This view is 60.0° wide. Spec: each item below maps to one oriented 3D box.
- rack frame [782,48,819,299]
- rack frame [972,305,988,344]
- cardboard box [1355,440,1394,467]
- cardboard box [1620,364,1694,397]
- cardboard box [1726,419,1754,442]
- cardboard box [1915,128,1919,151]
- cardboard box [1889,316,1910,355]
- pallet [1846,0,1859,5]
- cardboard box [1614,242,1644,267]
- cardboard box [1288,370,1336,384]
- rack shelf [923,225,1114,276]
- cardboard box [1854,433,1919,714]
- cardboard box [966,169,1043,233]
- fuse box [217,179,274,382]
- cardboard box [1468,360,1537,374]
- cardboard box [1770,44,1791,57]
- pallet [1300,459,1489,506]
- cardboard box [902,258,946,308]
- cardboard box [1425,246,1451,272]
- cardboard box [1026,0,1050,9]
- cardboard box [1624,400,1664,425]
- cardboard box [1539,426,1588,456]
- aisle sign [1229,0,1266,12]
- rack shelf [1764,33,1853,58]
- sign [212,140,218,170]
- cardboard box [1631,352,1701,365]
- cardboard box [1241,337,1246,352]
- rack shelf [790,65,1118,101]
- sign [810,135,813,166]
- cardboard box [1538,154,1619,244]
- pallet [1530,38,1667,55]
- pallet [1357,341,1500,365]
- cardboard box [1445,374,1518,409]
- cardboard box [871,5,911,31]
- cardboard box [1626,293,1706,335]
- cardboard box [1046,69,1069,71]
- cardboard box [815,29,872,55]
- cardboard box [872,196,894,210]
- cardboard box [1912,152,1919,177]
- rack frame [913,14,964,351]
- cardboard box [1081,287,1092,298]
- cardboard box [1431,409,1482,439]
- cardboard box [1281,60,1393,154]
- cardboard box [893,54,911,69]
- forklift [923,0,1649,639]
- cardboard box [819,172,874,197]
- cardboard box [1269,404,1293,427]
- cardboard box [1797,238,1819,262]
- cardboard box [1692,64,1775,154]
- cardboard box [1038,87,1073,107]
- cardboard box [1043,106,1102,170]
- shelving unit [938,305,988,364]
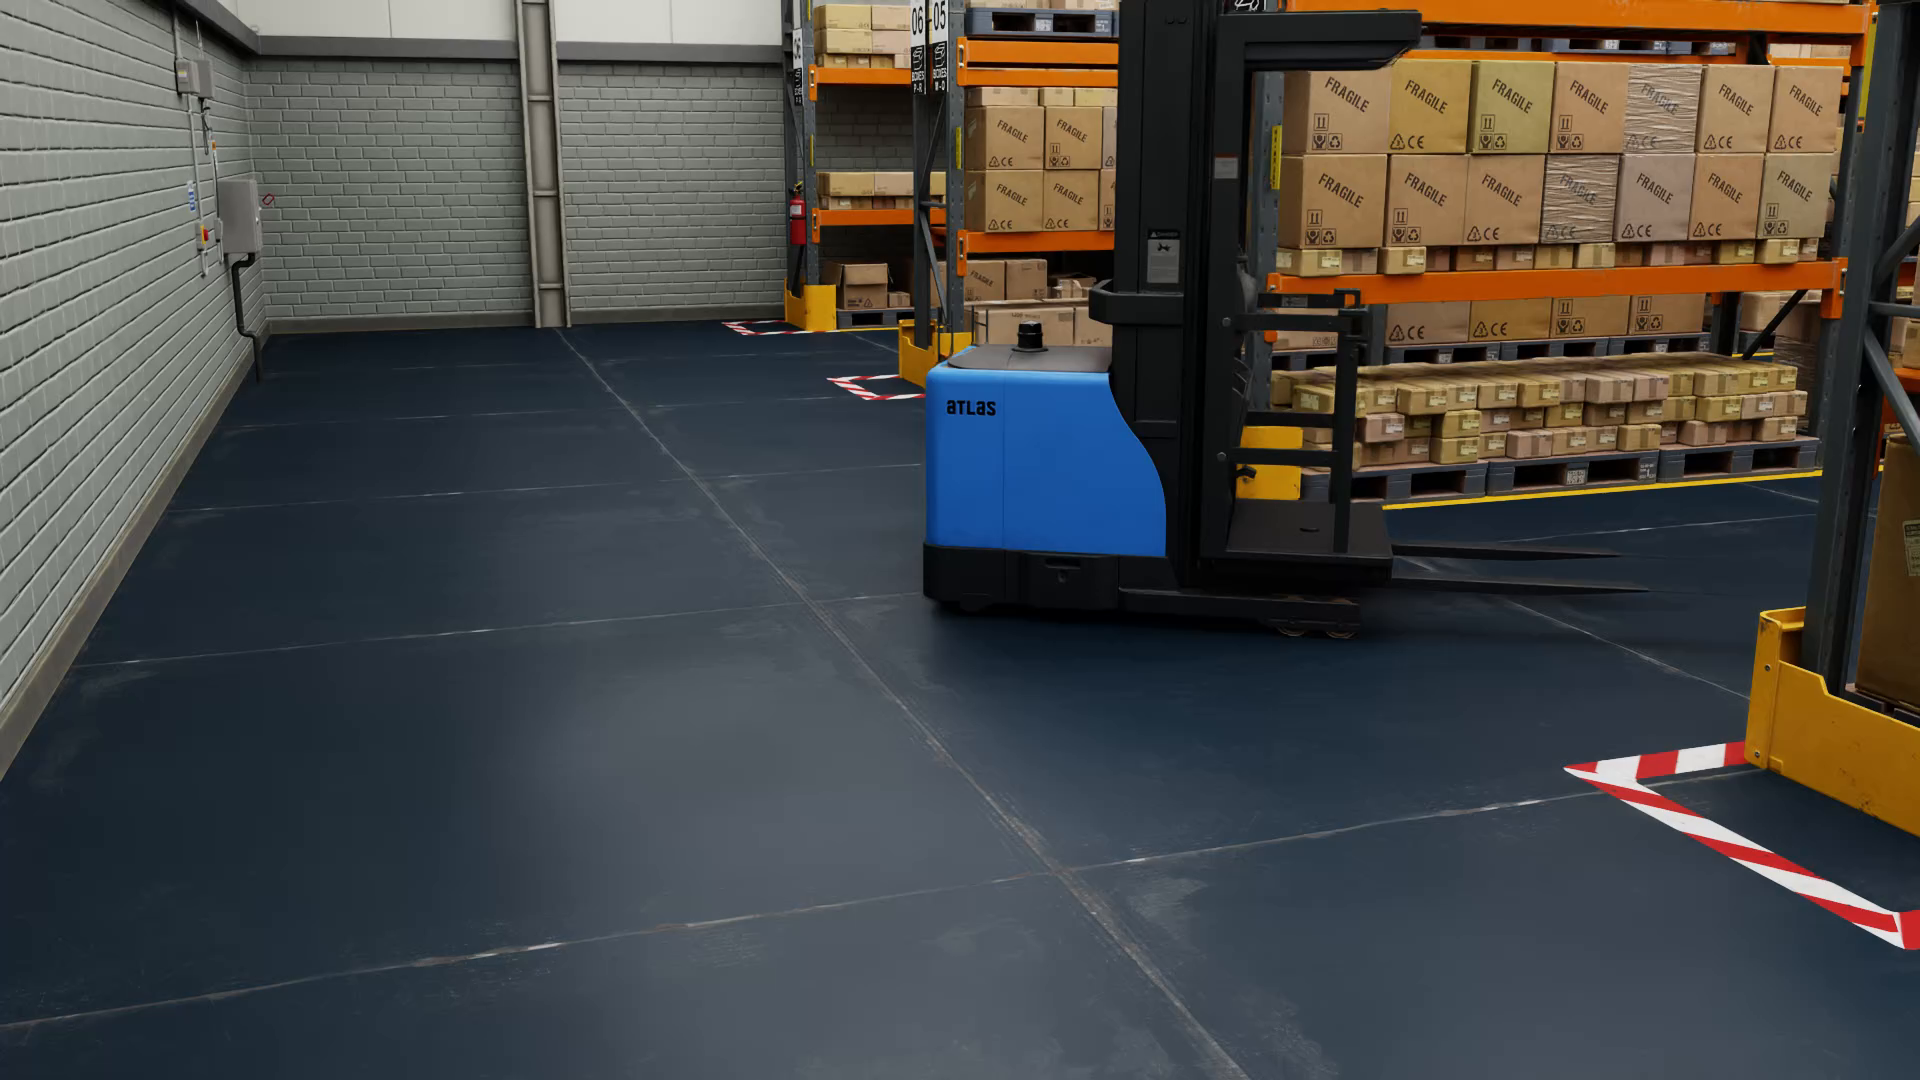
[{"bbox_3d":[-1.771,-3.881,18.478,0.127,3.000,1.000,-4,14,-18],"label":"rack frame"},{"bbox_3d":[0.100,-0.592,8.537,0.006,1.200,0.240,-4,14,-18],"label":"rack frame"},{"bbox_3d":[2.311,-0.538,9.675,0.250,0.149,0.380,-5,14,-18],"label":"cardboard box"},{"bbox_3d":[4.293,-0.984,10.265,0.250,0.149,0.380,-4,14,-16],"label":"cardboard box"},{"bbox_3d":[4.745,-0.723,10.453,0.250,0.149,0.380,-4,14,-16],"label":"cardboard box"},{"bbox_3d":[9.367,-3.879,16.704,0.500,0.500,0.500,-5,14,-20],"label":"cardboard box"},{"bbox_3d":[6.066,-1.360,10.750,0.500,0.250,0.500,-5,14,-21],"label":"cardboard box"},{"bbox_3d":[5.900,-3.400,10.379,1.003,0.211,1.213,-4,14,-18],"label":"pallet"},{"bbox_3d":[3.845,-1.719,9.928,0.250,0.149,0.380,-5,14,-19],"label":"cardboard box"},{"bbox_3d":[2.168,-0.922,10.005,0.250,0.149,0.380,-4,14,-17],"label":"cardboard box"},{"bbox_3d":[1.711,-2.591,14.606,4.000,0.370,1.077,-4,14,-18],"label":"rack shelf"},{"bbox_3d":[3.557,0.145,5.235,0.875,0.875,0.875,-4,14,-18],"label":"cardboard box"},{"bbox_3d":[0.362,-2.814,13.775,0.500,0.500,0.500,-5,14,-19],"label":"cardboard box"},{"bbox_3d":[-6.053,-2.216,14.263,0.414,1.711,0.539,-4,14,-18],"label":"fuse box"},{"bbox_3d":[3.399,-1.027,10.446,0.250,0.149,0.380,-4,14,-18],"label":"cardboard box"},{"bbox_3d":[7.751,-4.706,16.008,0.250,0.149,0.380,-4,14,-18],"label":"cardboard box"},{"bbox_3d":[2.343,-0.416,9.935,1.213,0.211,1.003,-4,14,-18],"label":"pallet"},{"bbox_3d":[-0.338,-2.948,19.051,0.500,0.500,0.700,-4,14,-16],"label":"cardboard box"},{"bbox_3d":[2.604,-1.630,9.555,0.250,0.149,0.380,-4,14,-15],"label":"cardboard box"},{"bbox_3d":[0.585,-4.484,13.951,0.250,0.149,0.380,-6,14,-22],"label":"cardboard box"},{"bbox_3d":[4.079,-0.813,10.188,0.250,0.149,0.380,-4,14,-17],"label":"cardboard box"},{"bbox_3d":[3.551,-0.618,10.011,0.250,0.149,0.380,-4,14,-18],"label":"cardboard box"},{"bbox_3d":[1.517,-2.908,8.770,0.004,0.787,0.394,-4,14,-18],"label":"aisle sign"},{"bbox_3d":[7.177,-3.267,10.968,4.000,0.370,1.077,-4,14,-18],"label":"rack shelf"},{"bbox_3d":[-6.231,-3.218,13.903,0.001,0.242,0.339,-4,14,-18],"label":"sign"},{"bbox_3d":[4.609,-1.129,10.877,0.250,0.149,0.380,-4,14,-15],"label":"cardboard box"},{"bbox_3d":[2.129,-1.957,15.017,0.875,0.438,0.875,-5,14,-20],"label":"cardboard box"},{"bbox_3d":[0.125,-5.138,18.835,4.000,0.370,1.077,-4,14,-18],"label":"rack shelf"},{"bbox_3d":[-1.598,-4.183,17.878,0.005,0.325,0.100,-4,14,-18],"label":"sign"},{"bbox_3d":[3.452,-1.998,9.702,0.500,0.500,0.500,-5,14,-20],"label":"cardboard box"},{"bbox_3d":[5.746,-4.608,15.461,1.213,0.211,1.003,-4,14,-15],"label":"pallet"},{"bbox_3d":[4.314,-1.805,15.775,1.213,0.211,1.003,-4,14,-18],"label":"pallet"},{"bbox_3d":[3.072,-0.878,9.819,0.250,0.149,0.380,-4,14,-16],"label":"cardboard box"},{"bbox_3d":[-0.782,-5.667,18.103,0.500,0.250,0.500,-5,14,-18],"label":"cardboard box"},{"bbox_3d":[6.717,-2.521,16.444,0.875,0.875,0.875,-5,14,-19],"label":"cardboard box"},{"bbox_3d":[1.049,-5.370,18.797,0.250,0.149,0.380,-5,14,-18],"label":"cardboard box"},{"bbox_3d":[-1.263,-5.385,18.000,0.500,0.250,0.500,-5,14,-19],"label":"cardboard box"},{"bbox_3d":[-0.908,-3.779,18.591,0.250,0.149,0.380,-5,14,-19],"label":"cardboard box"},{"bbox_3d":[5.801,-2.310,10.221,0.250,0.149,0.380,-4,14,-15],"label":"cardboard box"},{"bbox_3d":[-0.184,-2.793,13.903,0.127,3.000,1.000,-4,14,-18],"label":"rack frame"},{"bbox_3d":[1.586,-2.888,19.557,0.250,0.149,0.380,-5,14,-20],"label":"cardboard box"},{"bbox_3d":[2.828,-0.700,9.712,0.250,0.149,0.380,-4,14,-16],"label":"cardboard box"},{"bbox_3d":[2.000,-2.369,9.103,0.500,0.500,0.500,-5,14,-18],"label":"cardboard box"},{"bbox_3d":[-0.637,-5.227,18.196,0.250,0.149,0.380,-4,14,-17],"label":"cardboard box"},{"bbox_3d":[1.408,-1.148,7.135,3.031,2.935,1.130,3,14,11],"label":"forklift"},{"bbox_3d":[-1.255,-3.927,18.353,0.500,0.250,0.500,-4,14,-18],"label":"cardboard box"},{"bbox_3d":[1.899,-0.778,10.044,0.250,0.149,0.380,-5,14,-20],"label":"cardboard box"},{"bbox_3d":[5.085,-1.815,10.335,0.250,0.149,0.380,-5,14,-19],"label":"cardboard box"},{"bbox_3d":[4.434,-2.556,9.889,0.500,0.500,0.500,-5,14,-20],"label":"cardboard box"},{"bbox_3d":[0.749,-3.638,13.677,0.250,0.149,0.380,-4,14,-16],"label":"cardboard box"},{"bbox_3d":[0.849,-3.341,13.828,0.500,0.500,0.500,-5,14,-20],"label":"cardboard box"},{"bbox_3d":[0.014,-0.585,8.508,0.189,1.200,0.258,-4,14,-18],"label":"shelving unit"}]
